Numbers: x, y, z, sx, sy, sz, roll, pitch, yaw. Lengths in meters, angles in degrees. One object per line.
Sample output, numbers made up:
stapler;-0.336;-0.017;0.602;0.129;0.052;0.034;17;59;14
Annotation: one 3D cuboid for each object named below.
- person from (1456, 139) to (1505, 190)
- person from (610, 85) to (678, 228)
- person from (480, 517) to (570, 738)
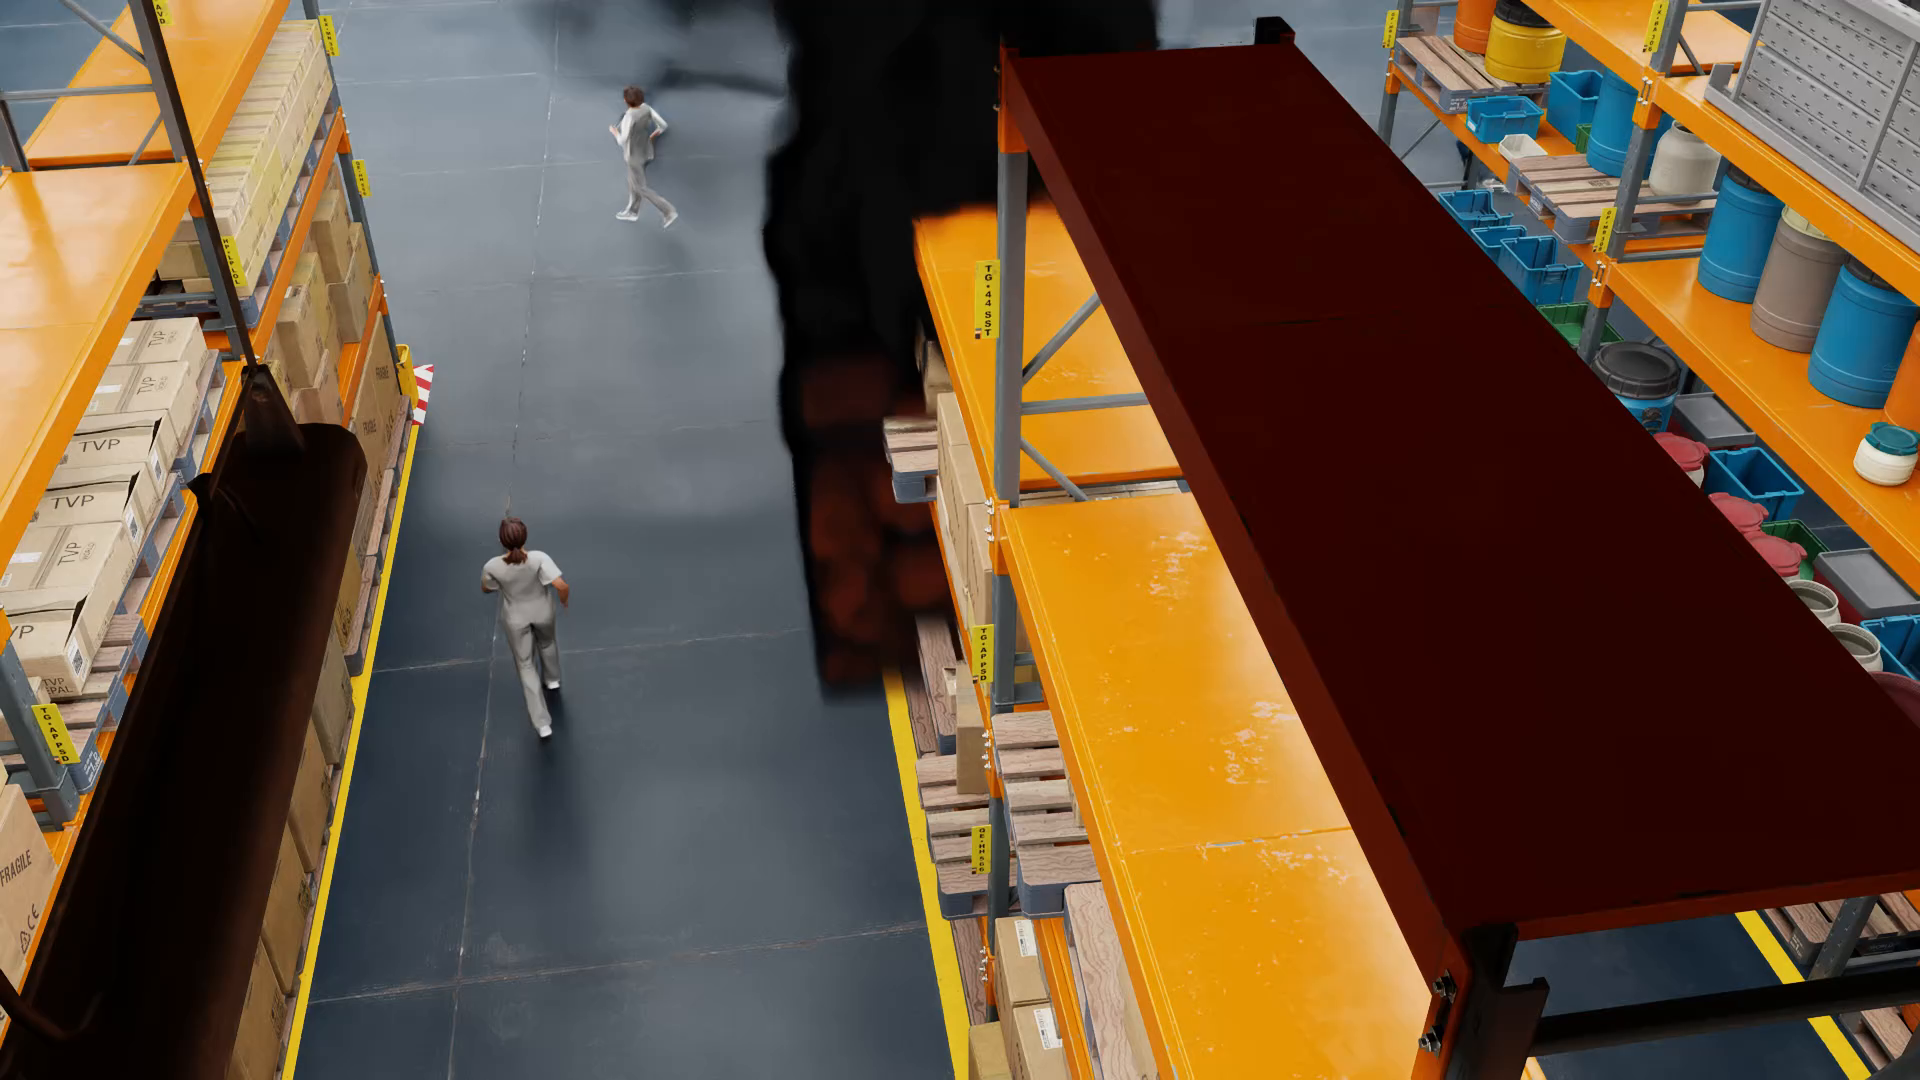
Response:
person;5.851;-4.619;18.413;0.665;1.609;0.543;16;39;20
person;-3.373;-4.047;17.594;0.886;1.578;0.541;17;39;21
person;-2.912;0.535;11.280;0.552;1.692;0.872;-12;38;-16
